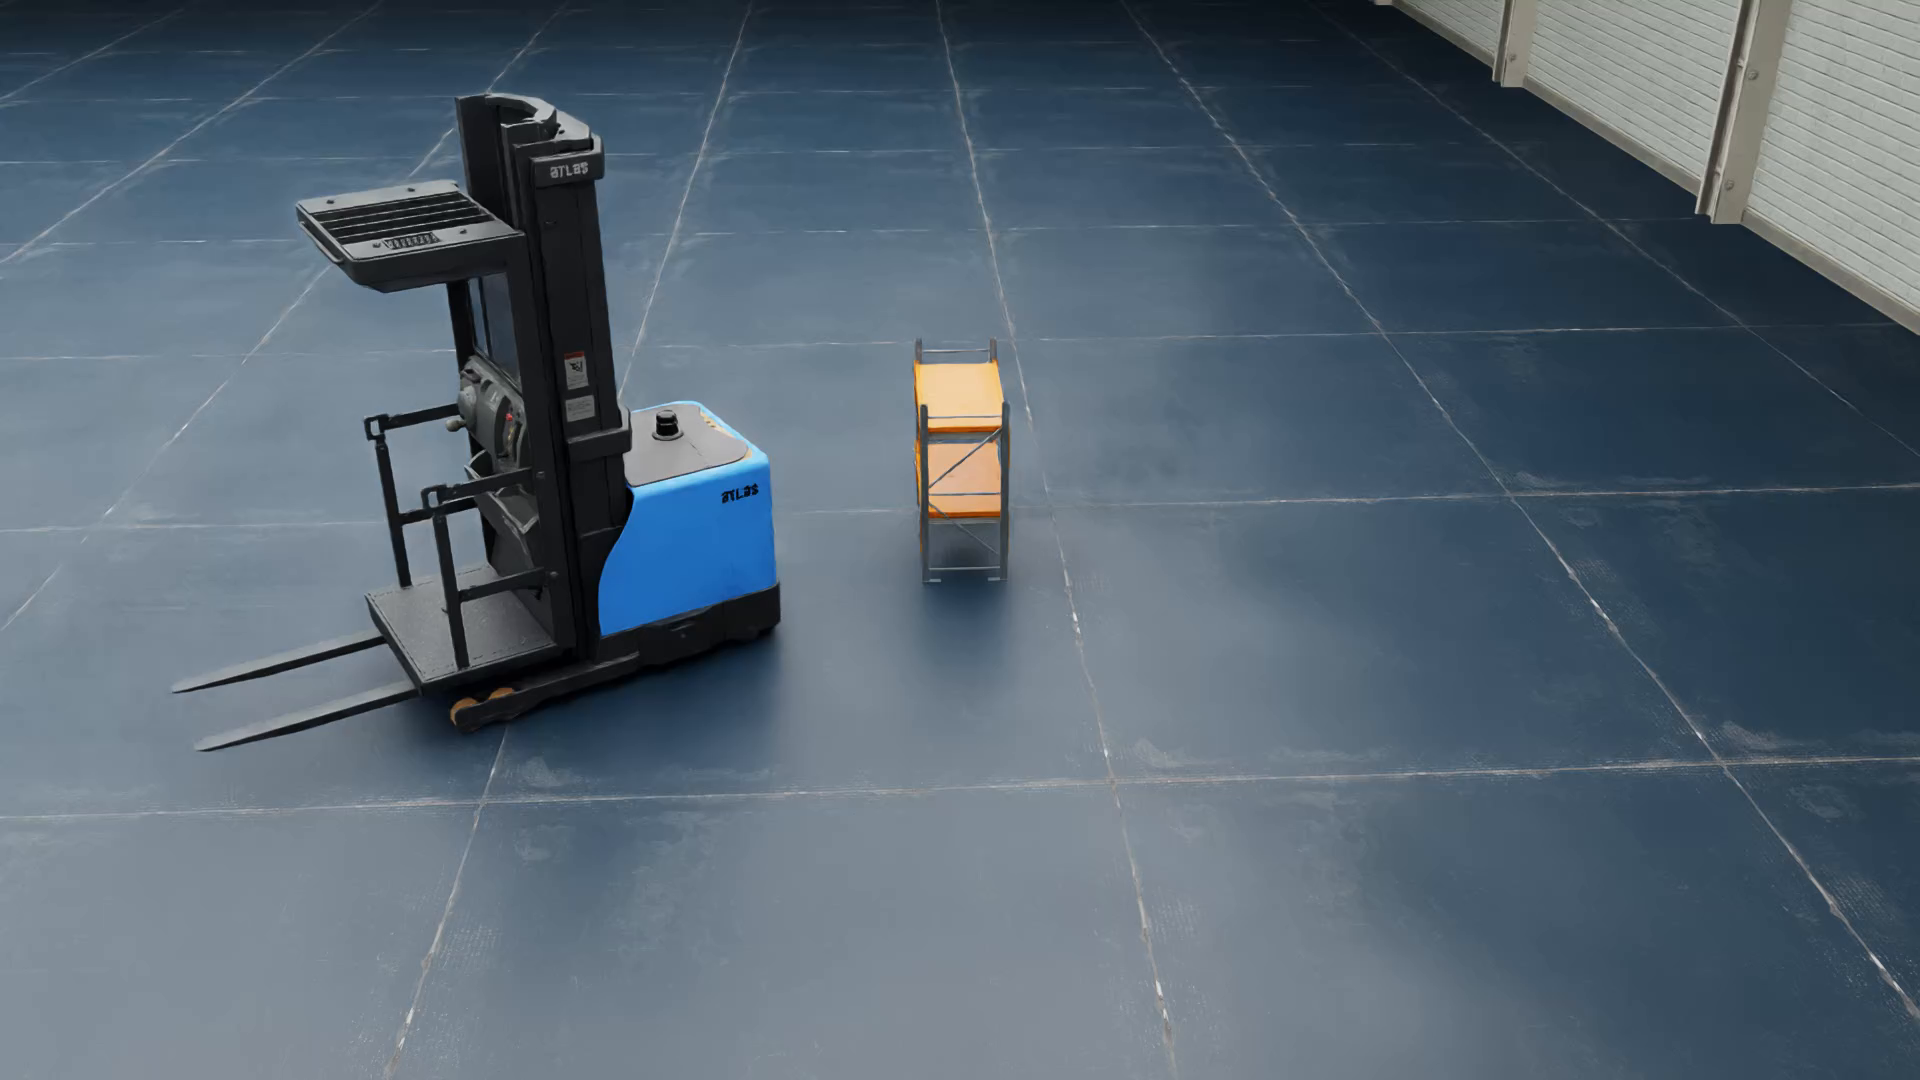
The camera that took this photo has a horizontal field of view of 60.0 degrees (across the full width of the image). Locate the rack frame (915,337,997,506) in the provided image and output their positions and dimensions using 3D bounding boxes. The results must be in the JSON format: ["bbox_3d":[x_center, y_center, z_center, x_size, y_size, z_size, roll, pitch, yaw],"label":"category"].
[{"bbox_3d":[-0.026,-0.730,10.434,0.500,1.125,0.032,-1,28,-3],"label":"rack frame"}]

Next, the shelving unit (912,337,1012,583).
[{"bbox_3d":[0.000,-0.496,9.984,0.538,1.125,1.048,-1,28,-3],"label":"shelving unit"}]

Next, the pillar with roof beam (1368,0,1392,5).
[{"bbox_3d":[2.516,-12.587,24.652,9.100,9.000,0.400,-1,28,-3],"label":"pillar with roof beam"}]

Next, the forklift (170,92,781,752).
[{"bbox_3d":[-2.513,-0.610,8.249,3.031,2.935,1.130,-16,32,-29],"label":"forklift"}]

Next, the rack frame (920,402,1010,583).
[{"bbox_3d":[0.027,-0.261,9.534,0.500,1.125,0.032,-1,28,-3],"label":"rack frame"}]

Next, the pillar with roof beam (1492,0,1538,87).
[{"bbox_3d":[2.829,-9.816,19.340,9.100,9.000,0.400,-1,28,-3],"label":"pillar with roof beam"}]

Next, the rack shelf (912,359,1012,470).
[{"bbox_3d":[0.000,-0.755,9.849,0.538,0.278,1.000,-1,28,-3],"label":"rack shelf"}]

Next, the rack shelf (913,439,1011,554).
[{"bbox_3d":[0.000,-0.279,10.097,0.538,0.278,1.000,-1,28,-3],"label":"rack shelf"}]

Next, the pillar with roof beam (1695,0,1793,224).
[{"bbox_3d":[3.142,-7.045,14.027,9.100,9.000,0.400,-1,28,-3],"label":"pillar with roof beam"}]
